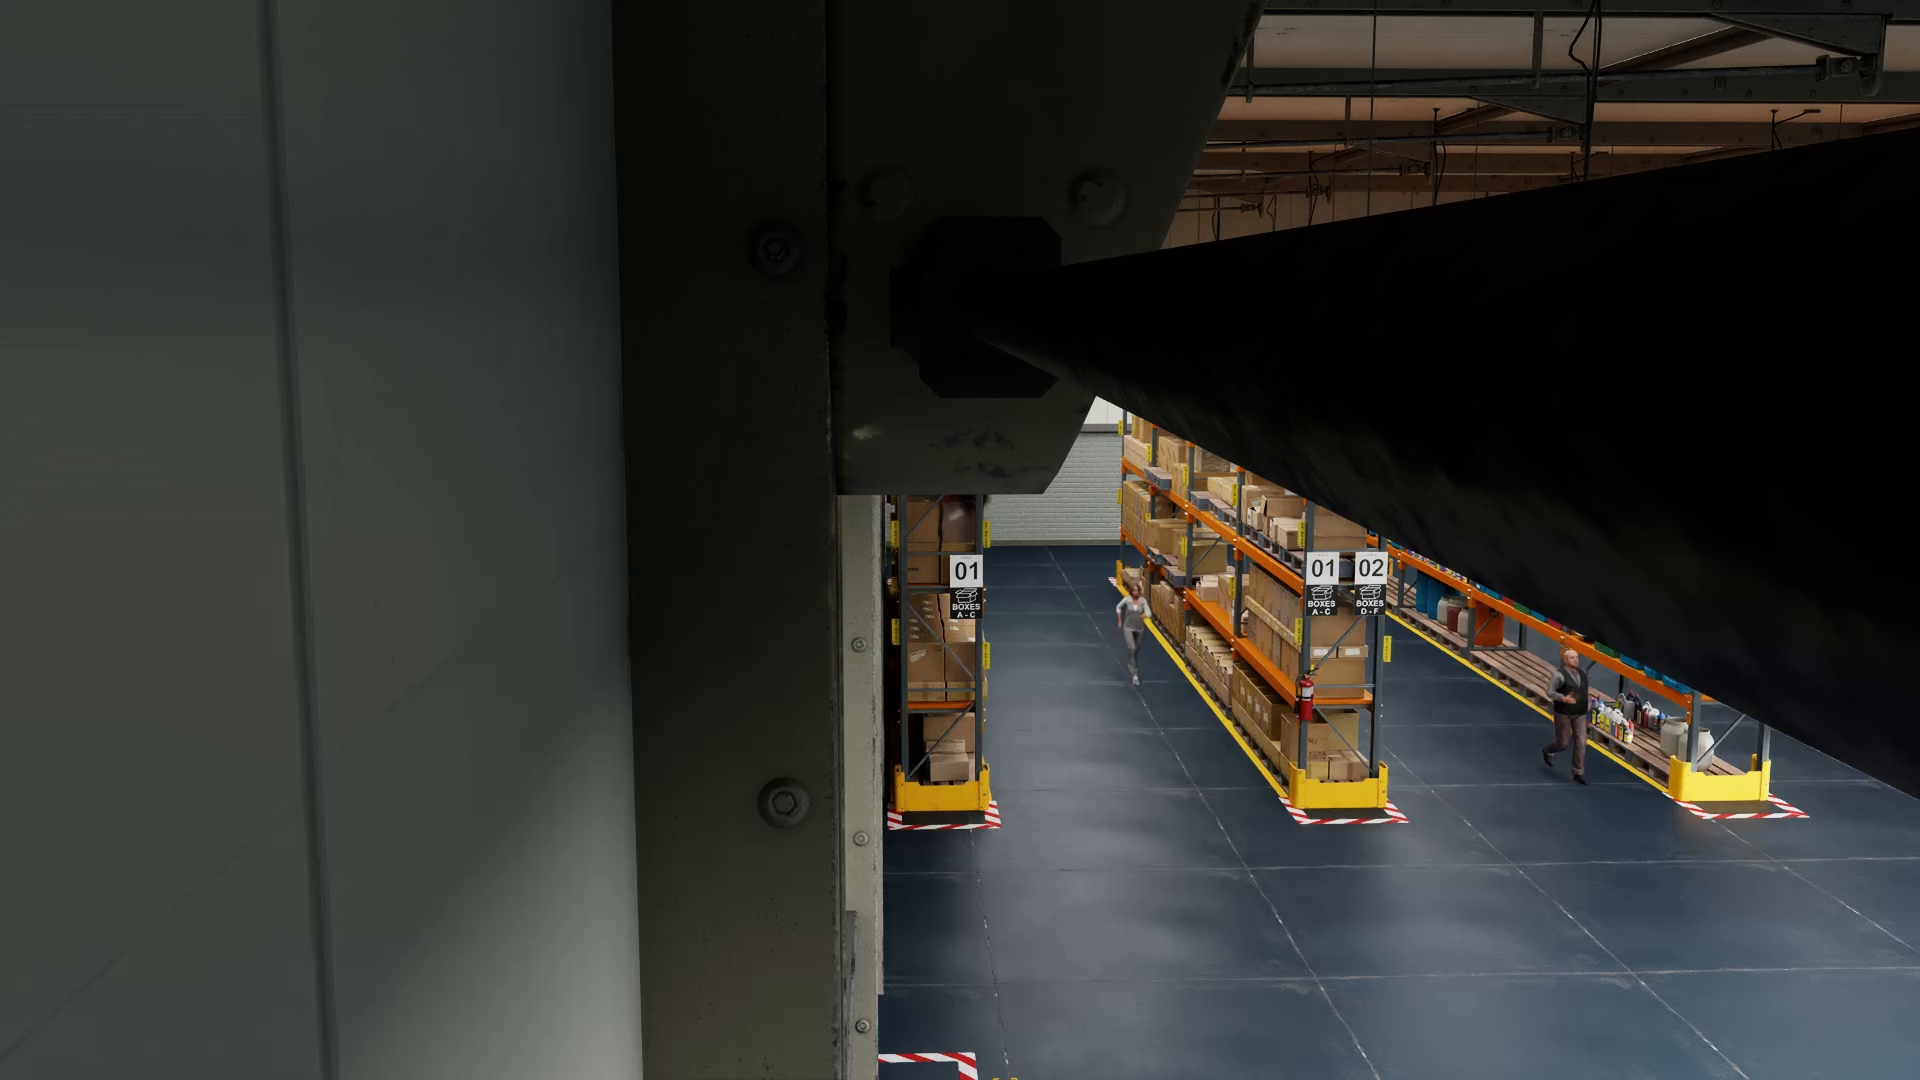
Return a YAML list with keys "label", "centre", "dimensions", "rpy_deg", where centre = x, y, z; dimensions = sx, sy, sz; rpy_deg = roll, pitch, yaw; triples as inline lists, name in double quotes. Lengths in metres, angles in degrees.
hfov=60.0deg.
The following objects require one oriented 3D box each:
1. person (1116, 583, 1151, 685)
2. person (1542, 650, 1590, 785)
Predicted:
- label: "person"
  centre: [2.858, 1.495, 27.348]
  dimensions: [0.520, 1.612, 0.855]
  rpy_deg: [-1, 8, -7]
- label: "person"
  centre: [7.975, 2.279, 21.726]
  dimensions: [0.664, 1.690, 0.928]
  rpy_deg: [-1, 9, -9]
